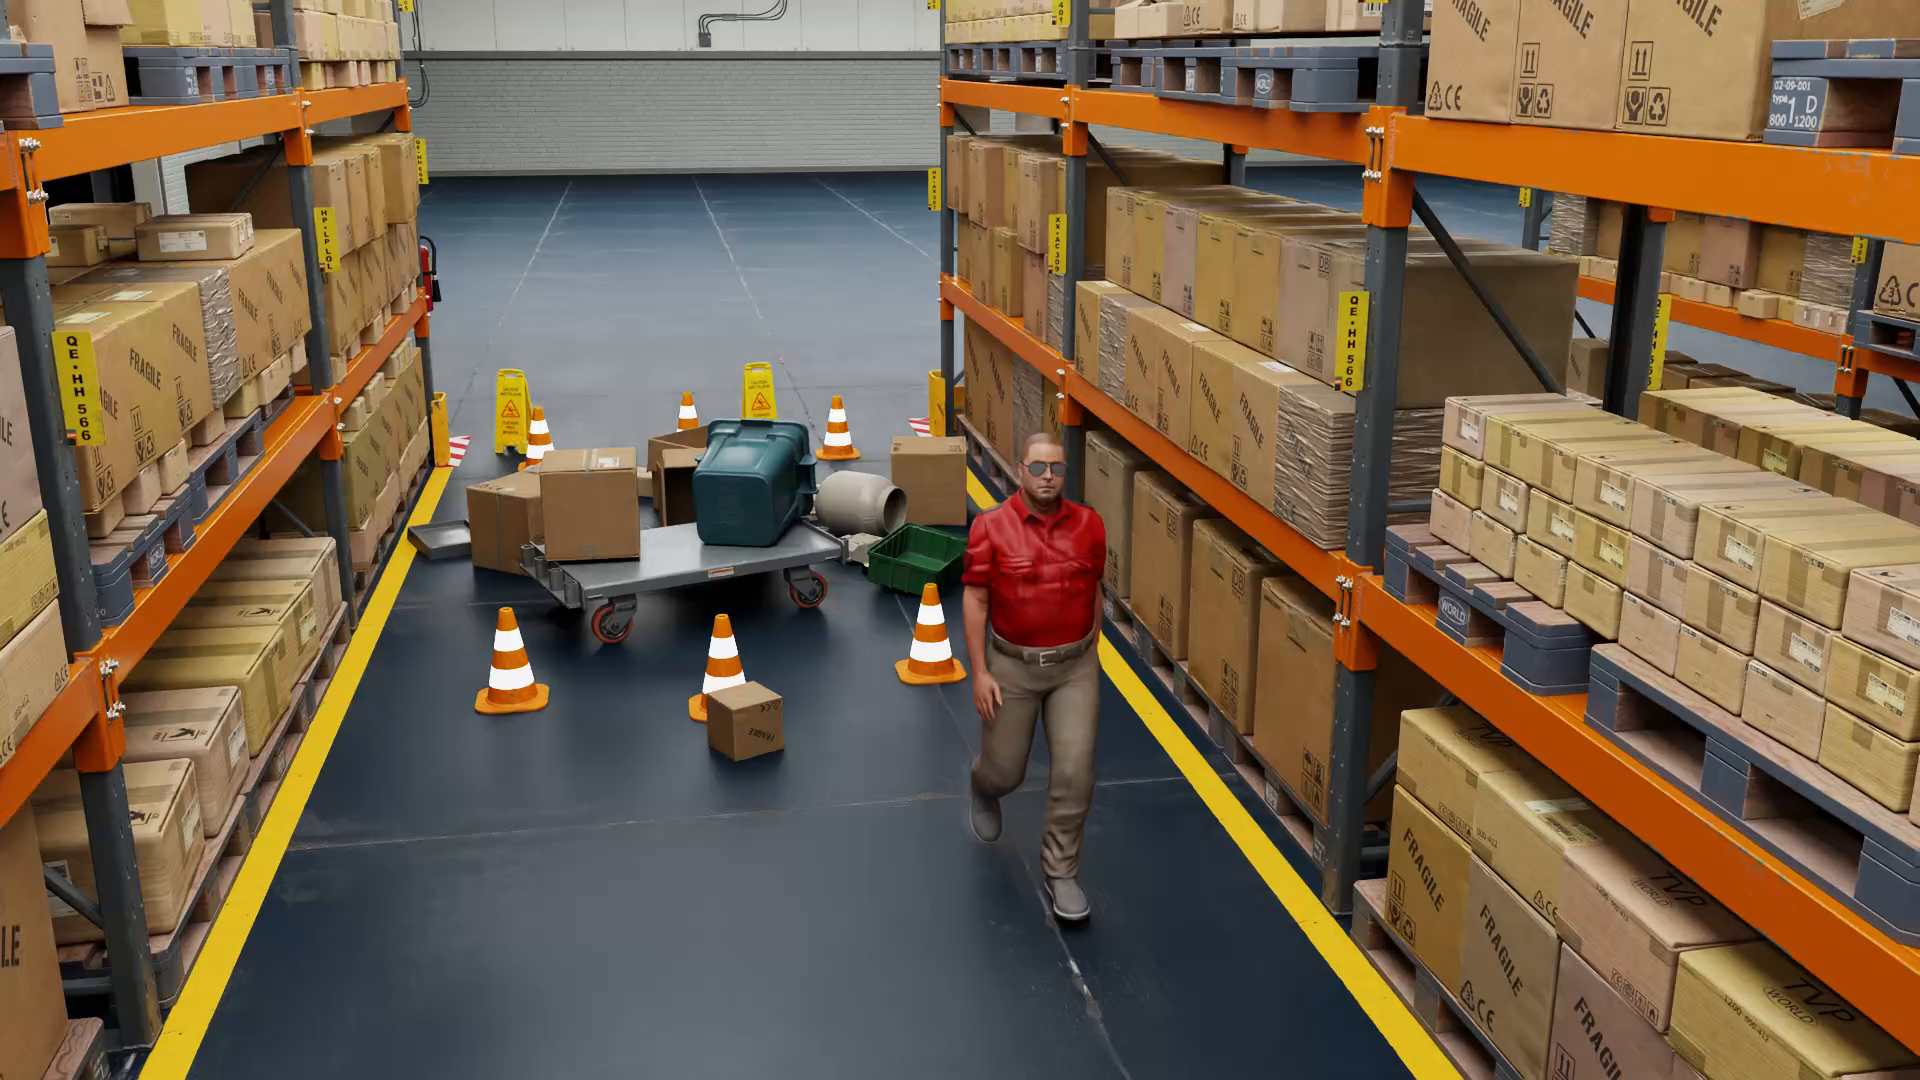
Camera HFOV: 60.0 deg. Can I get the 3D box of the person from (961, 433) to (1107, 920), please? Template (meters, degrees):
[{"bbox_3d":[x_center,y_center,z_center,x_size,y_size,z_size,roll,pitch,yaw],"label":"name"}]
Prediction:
[{"bbox_3d":[0.267,0.444,6.011,0.537,1.684,0.827,-3,17,-10],"label":"person"}]
